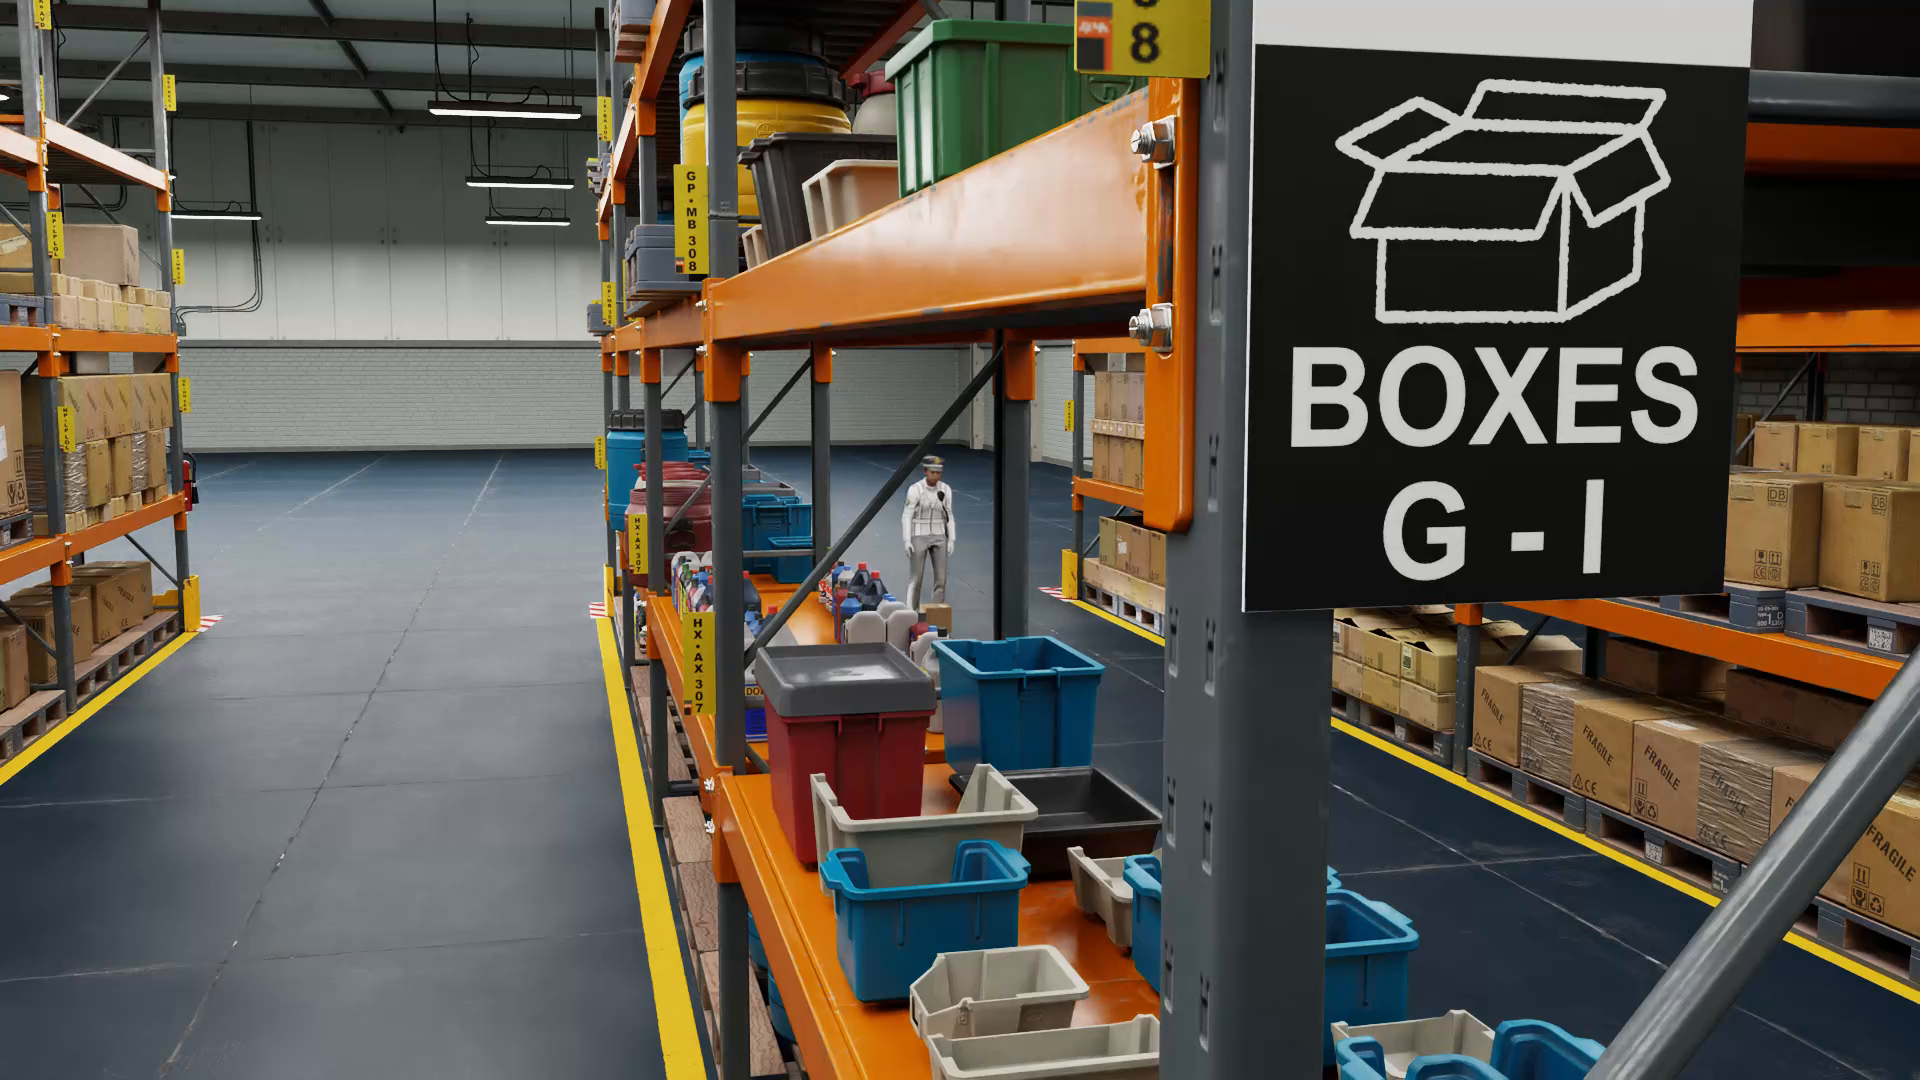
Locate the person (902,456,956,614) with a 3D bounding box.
[{"bbox_3d":[-0.293,0.022,15.972,0.531,1.662,0.375,-2,6,-16],"label":"person"}]
